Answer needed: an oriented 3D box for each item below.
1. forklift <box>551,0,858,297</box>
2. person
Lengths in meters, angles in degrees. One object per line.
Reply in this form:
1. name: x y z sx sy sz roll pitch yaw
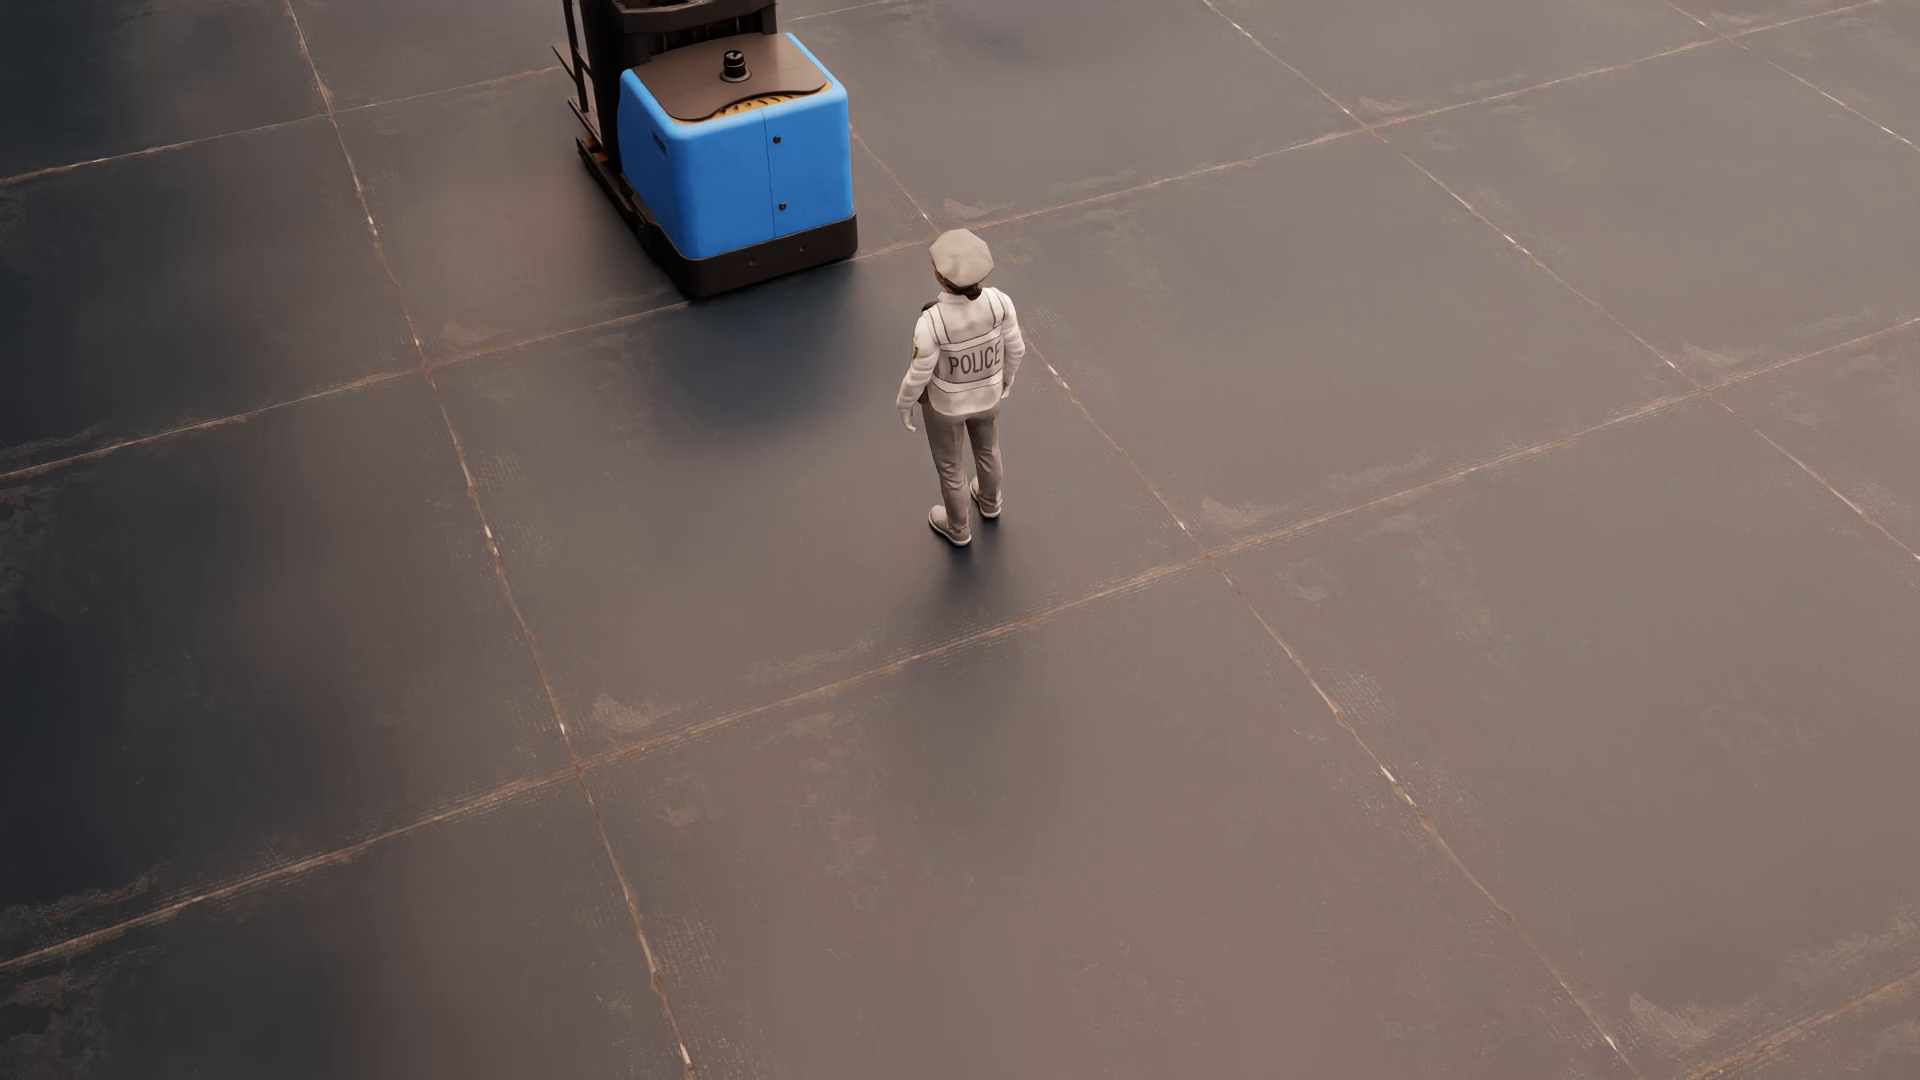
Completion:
1. forklift: -1.714 -3.413 9.337 1.130 2.935 3.031 -20 46 -20
2. person: -0.023 -0.670 7.293 0.586 1.694 0.530 -18 46 -18
